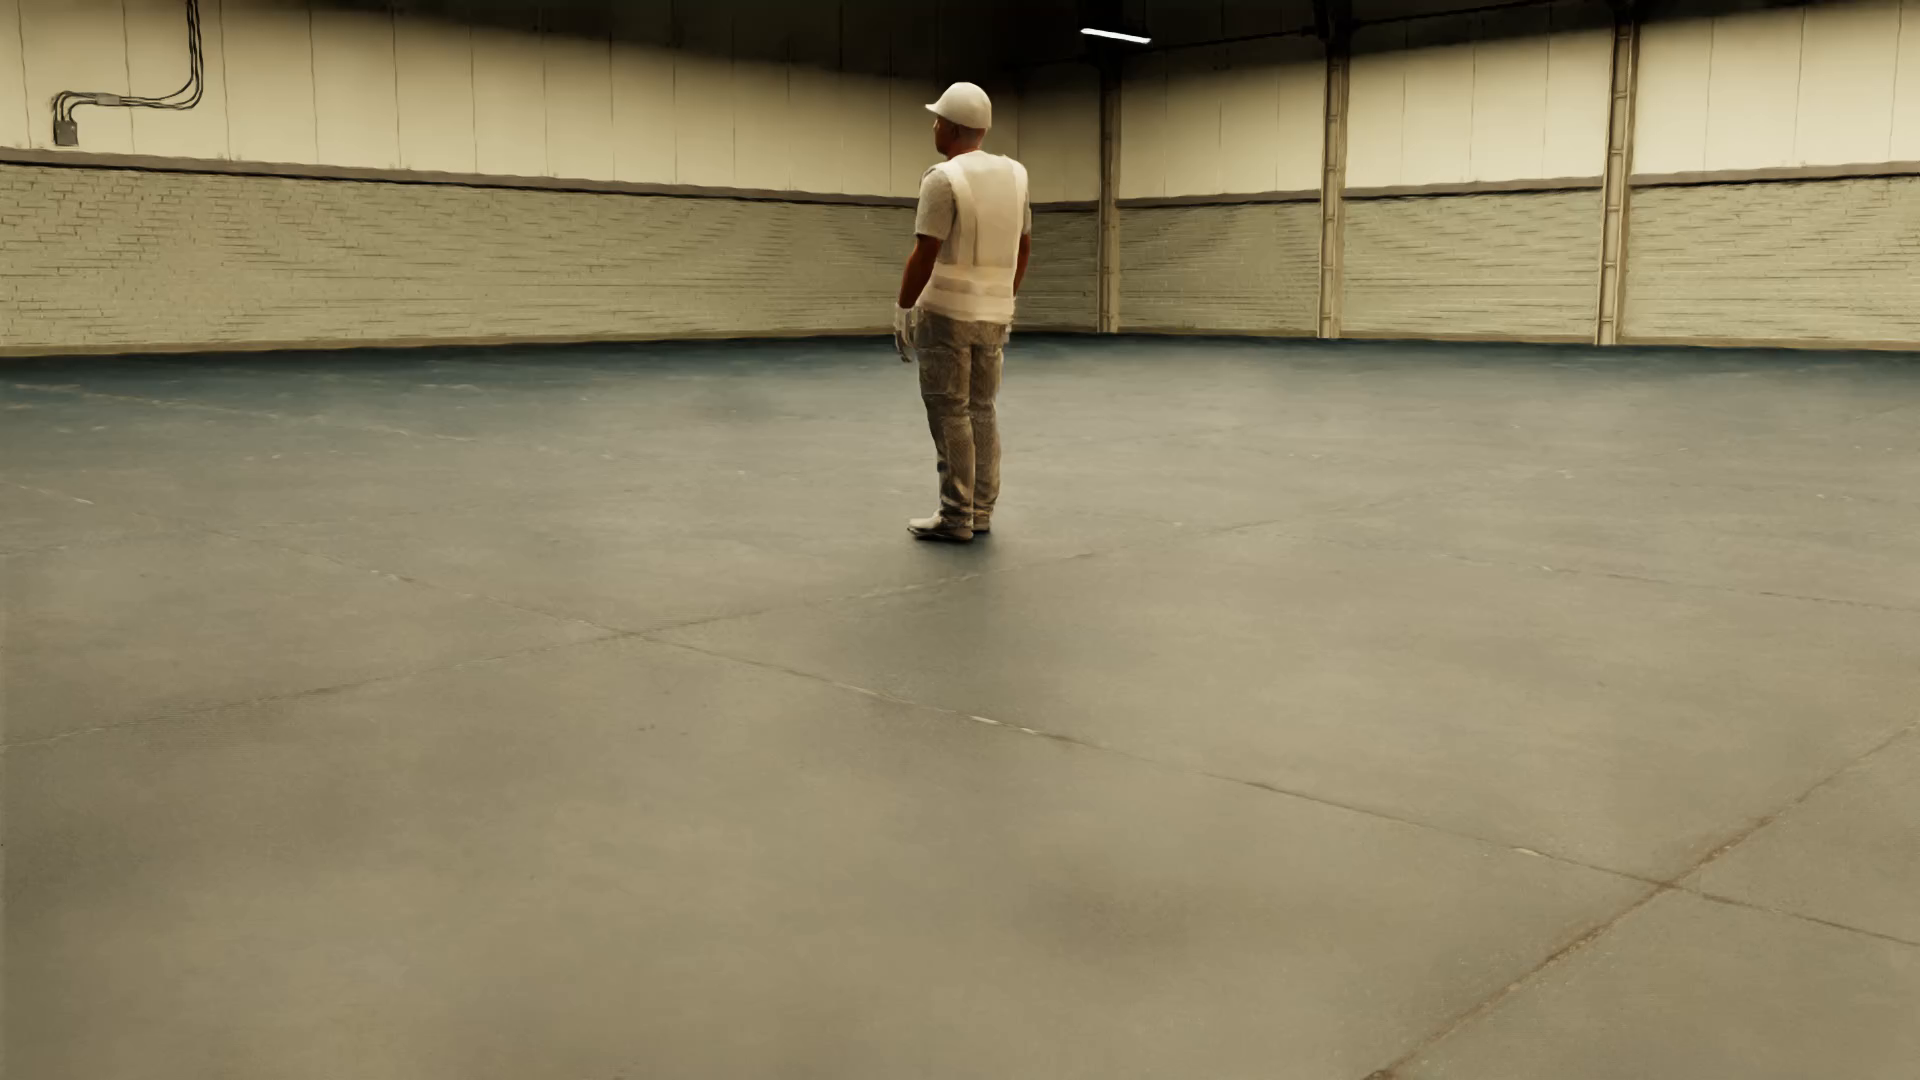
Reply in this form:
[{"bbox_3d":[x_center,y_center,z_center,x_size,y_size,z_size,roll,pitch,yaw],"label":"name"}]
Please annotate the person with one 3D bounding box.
[{"bbox_3d":[-0.046,-0.894,6.639,0.576,1.777,0.655,8,12,43],"label":"person"}]
